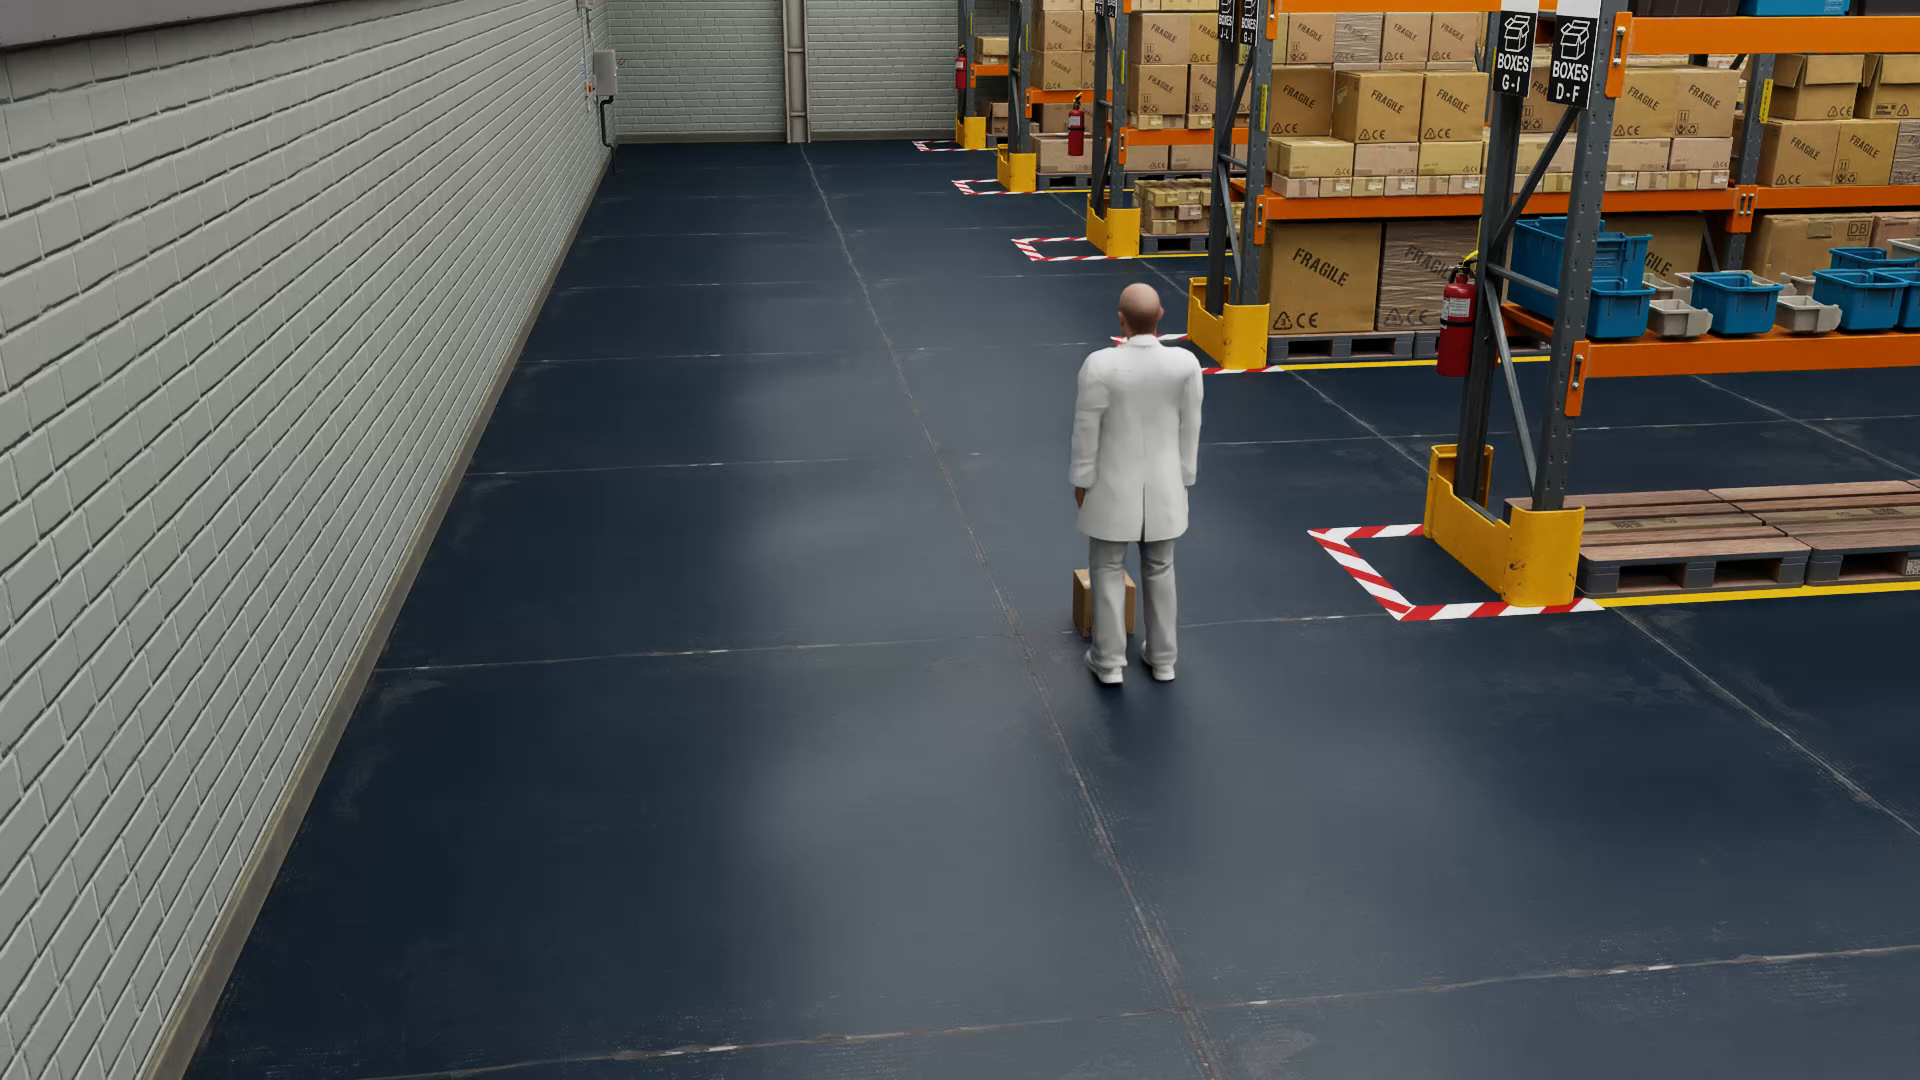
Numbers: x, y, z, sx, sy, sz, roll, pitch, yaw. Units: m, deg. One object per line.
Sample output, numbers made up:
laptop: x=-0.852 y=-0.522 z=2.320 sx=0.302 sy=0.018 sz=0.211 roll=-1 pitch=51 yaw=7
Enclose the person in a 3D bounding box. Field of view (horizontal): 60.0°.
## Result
person: x=0.751 y=-0.240 z=7.287 sx=0.562 sy=1.784 sz=0.388 roll=-2 pitch=20 yaw=-7
